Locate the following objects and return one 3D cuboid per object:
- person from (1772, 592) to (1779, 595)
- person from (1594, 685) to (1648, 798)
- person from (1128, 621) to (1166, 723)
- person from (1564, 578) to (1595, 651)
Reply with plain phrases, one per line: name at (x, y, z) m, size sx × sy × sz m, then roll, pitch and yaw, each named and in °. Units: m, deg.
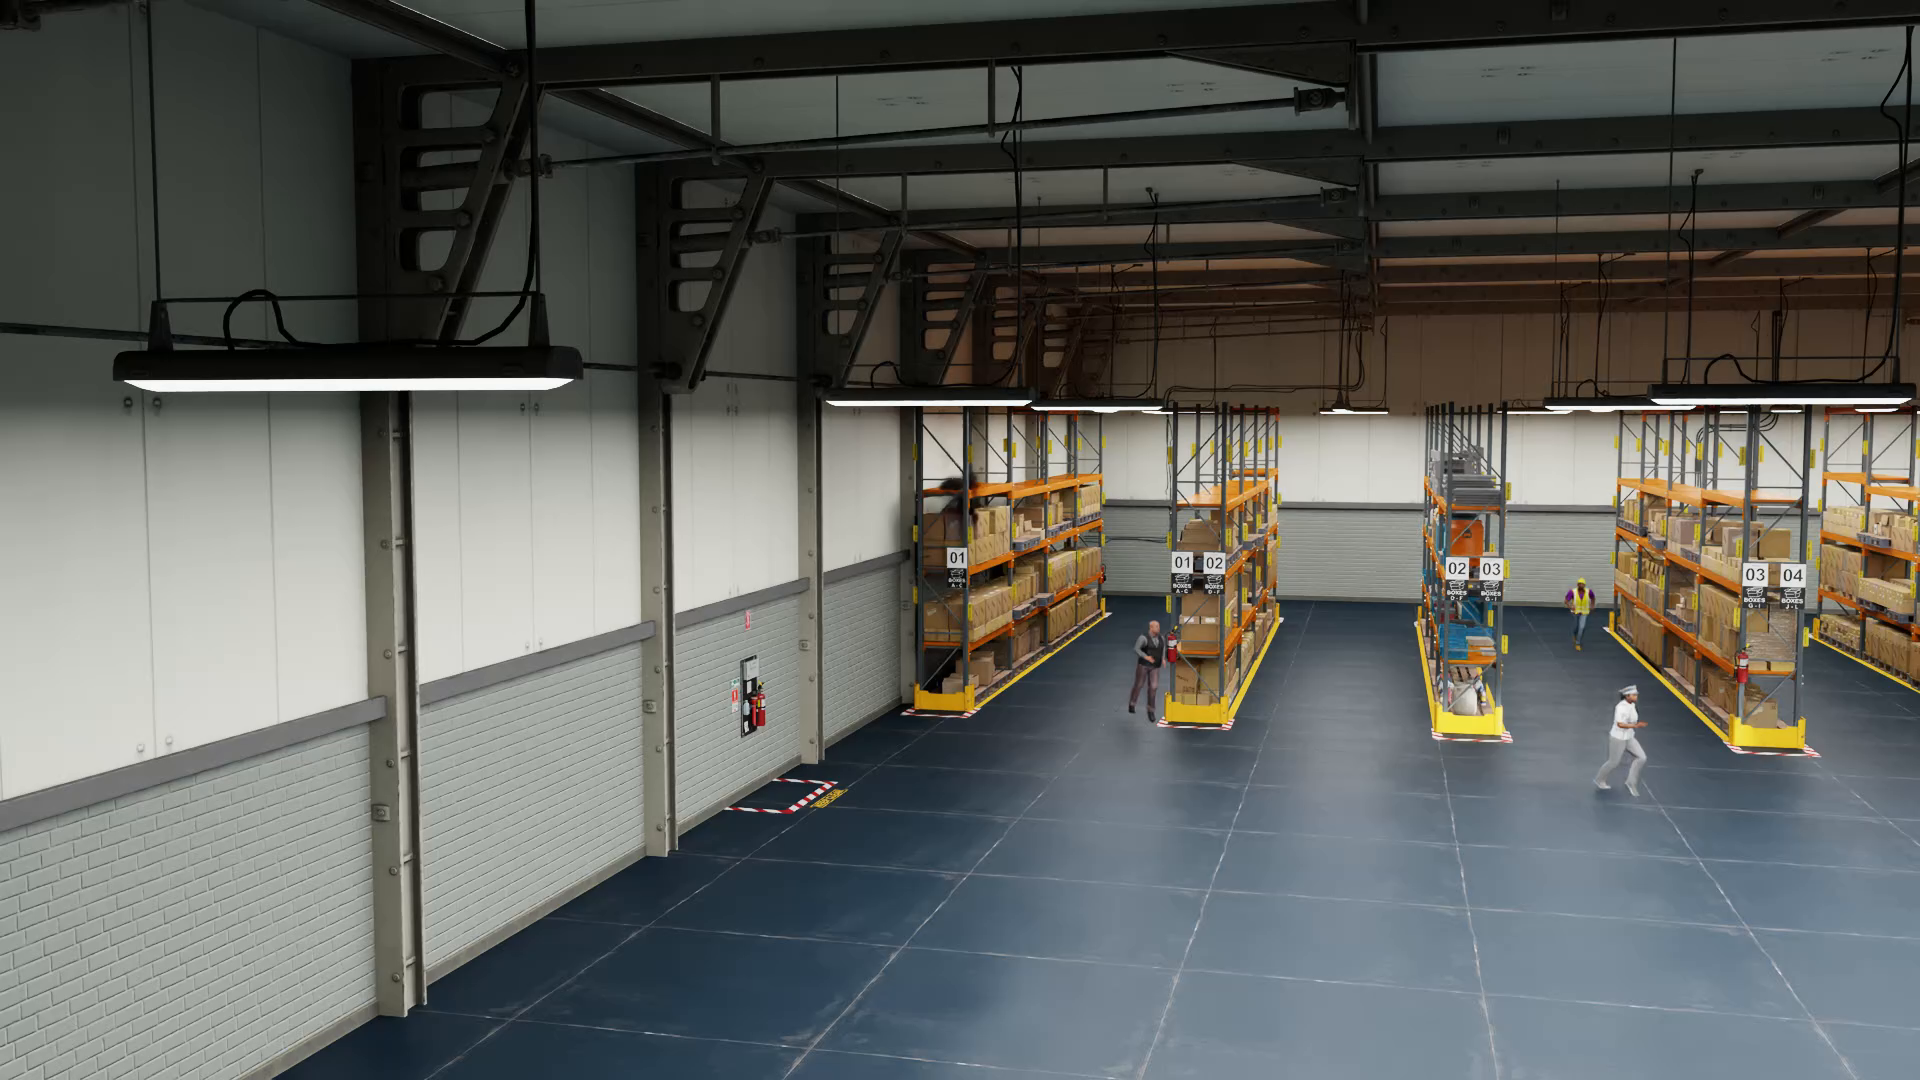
person at (21.059, 1.664, 43.604) m, size 0.760 × 1.767 × 0.825 m, roll -3°, pitch 5°, yaw -35°
person at (10.030, 3.027, 25.210) m, size 0.599 × 1.717 × 0.827 m, roll -4°, pitch 6°, yaw -43°
person at (3.481, 2.414, 30.298) m, size 0.725 × 1.717 × 0.707 m, roll -2°, pitch 5°, yaw -21°
person at (15.337, 1.817, 41.161) m, size 0.725 × 1.750 × 0.967 m, roll 1°, pitch 4°, yaw 15°
